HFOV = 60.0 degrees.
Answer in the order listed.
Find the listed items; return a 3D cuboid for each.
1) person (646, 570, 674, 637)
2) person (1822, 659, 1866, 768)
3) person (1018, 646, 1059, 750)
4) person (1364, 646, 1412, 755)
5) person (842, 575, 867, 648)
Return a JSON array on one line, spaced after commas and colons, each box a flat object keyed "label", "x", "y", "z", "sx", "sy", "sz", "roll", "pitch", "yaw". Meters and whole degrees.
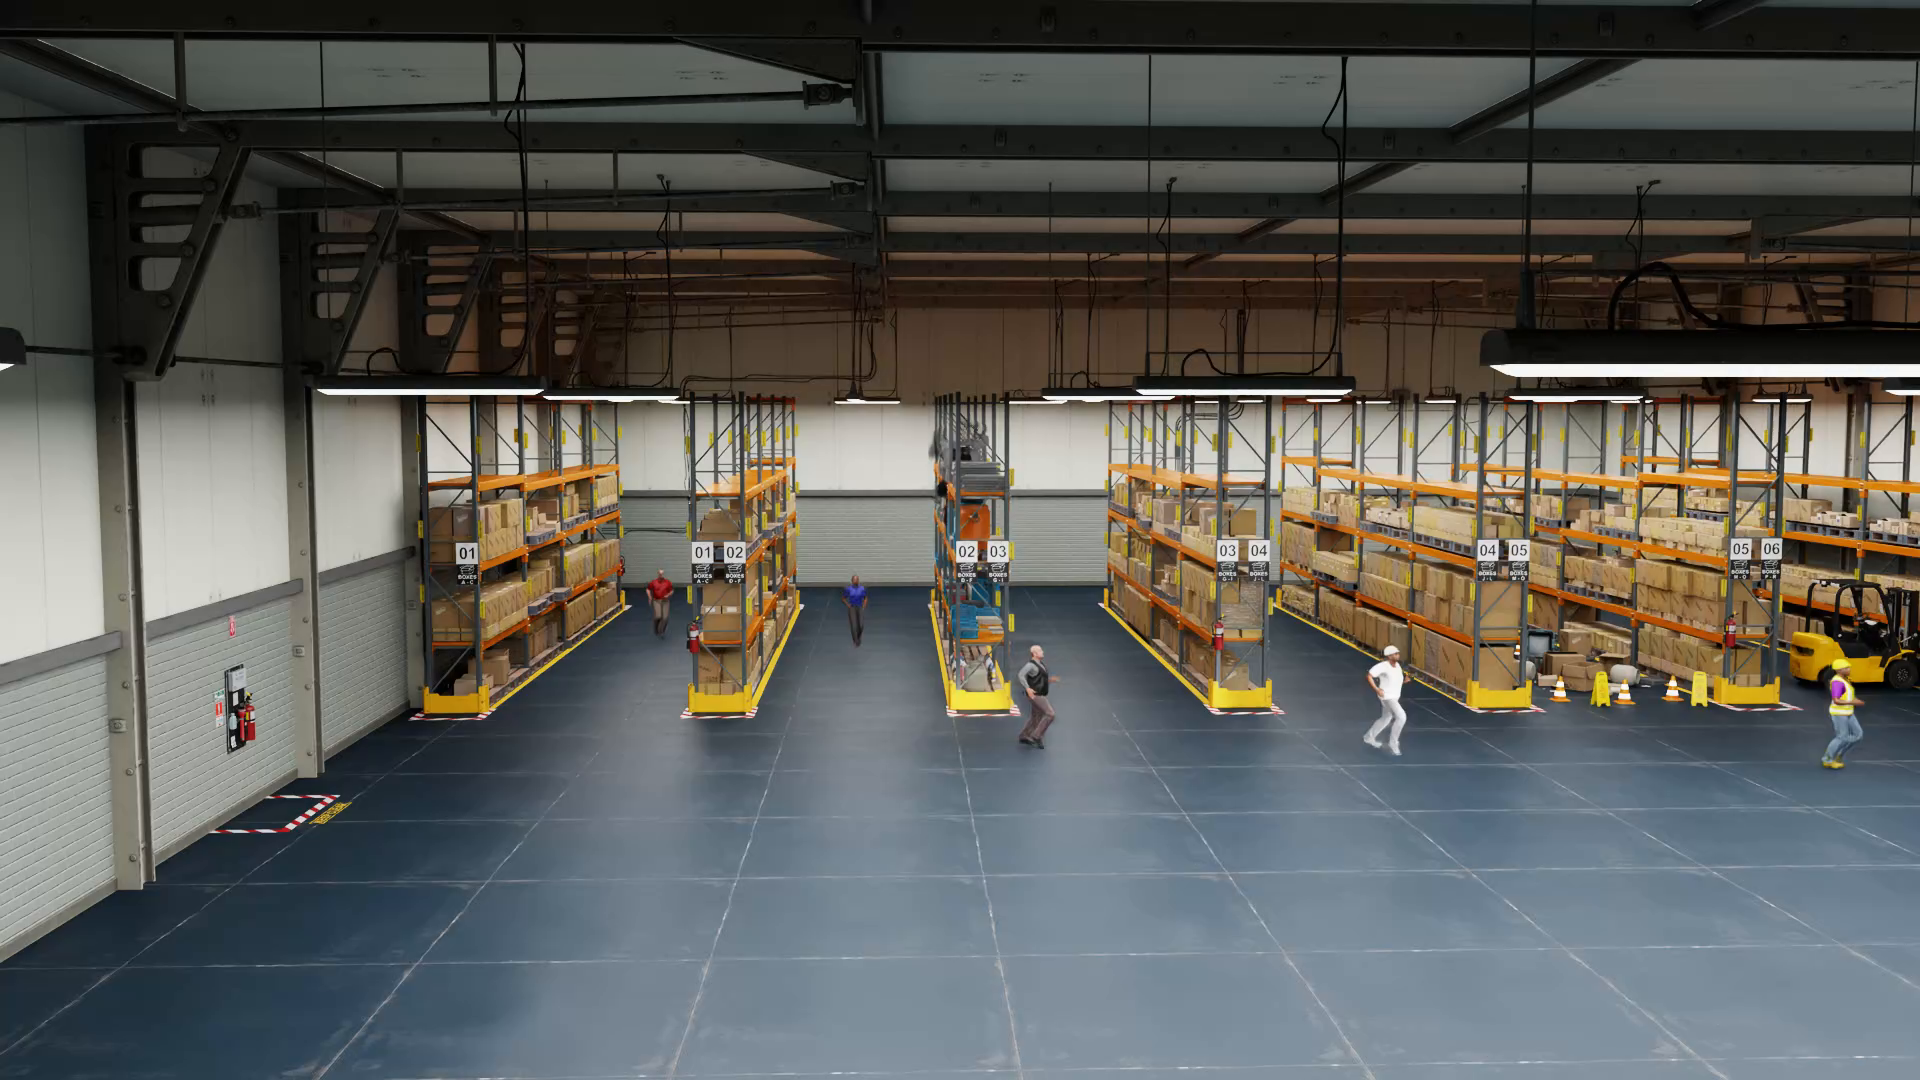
[{"label": "person", "x": -7.390, "y": 1.581, "z": 41.131, "sx": 0.651, "sy": 1.684, "sz": 0.597, "roll": -2, "pitch": 5, "yaw": -19}, {"label": "person", "x": 13.957, "y": 2.750, "z": 26.204, "sx": 0.629, "sy": 1.752, "sz": 0.680, "roll": 4, "pitch": 6, "yaw": 41}, {"label": "person", "x": 1.310, "y": 2.637, "z": 27.858, "sx": 0.716, "sy": 1.741, "sz": 0.625, "roll": 1, "pitch": 5, "yaw": 15}, {"label": "person", "x": 7.095, "y": 2.653, "z": 27.622, "sx": 0.778, "sy": 1.820, "sz": 0.677, "roll": 3, "pitch": 6, "yaw": 35}, {"label": "person", "x": -2.379, "y": 1.612, "z": 37.669, "sx": 0.585, "sy": 1.646, "sz": 0.508, "roll": -1, "pitch": 5, "yaw": -12}]
